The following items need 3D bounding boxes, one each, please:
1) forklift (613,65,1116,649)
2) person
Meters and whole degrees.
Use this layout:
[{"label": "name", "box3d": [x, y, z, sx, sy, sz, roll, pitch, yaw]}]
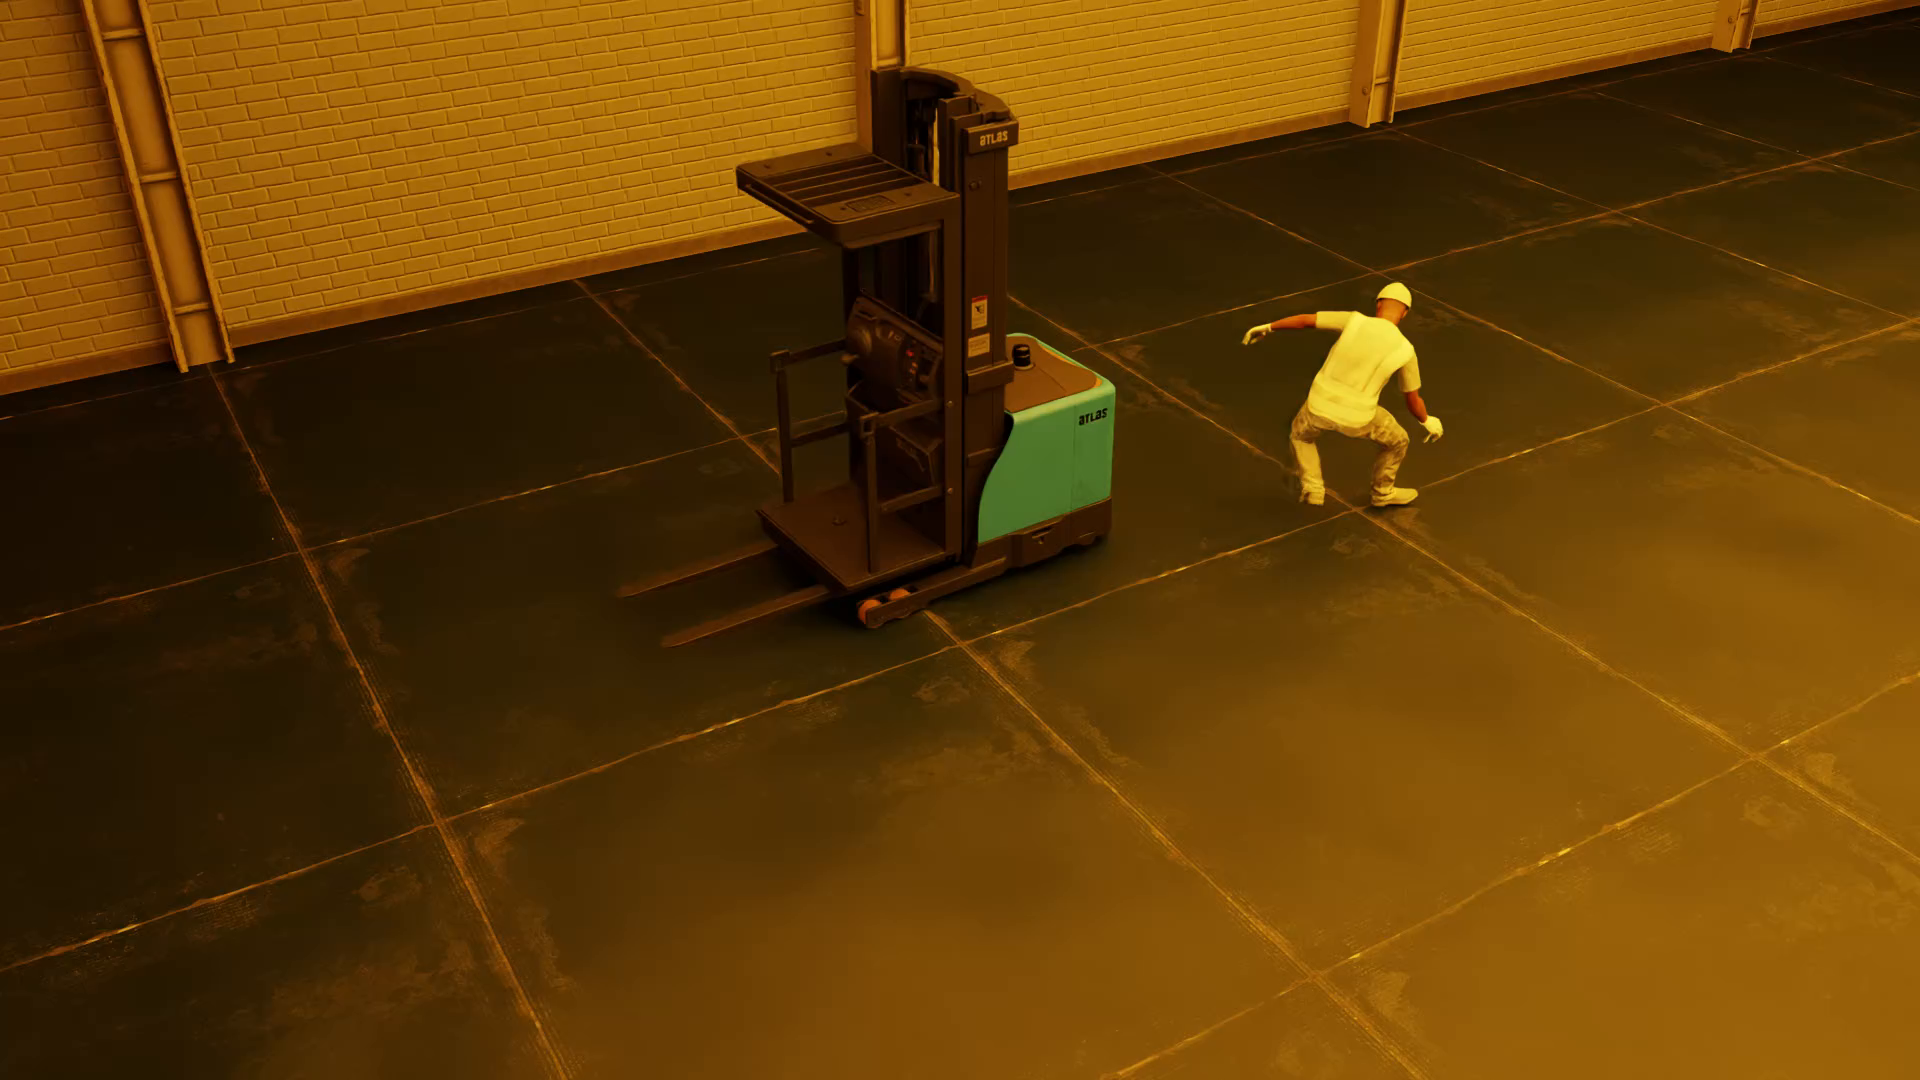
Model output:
[{"label": "forklift", "box3d": [-0.553, -1.054, 9.407, 3.031, 2.935, 1.130, -19, 36, -29]}, {"label": "person", "box3d": [2.396, -0.858, 10.460, 1.240, 1.533, 0.727, 15, 34, 24]}]
